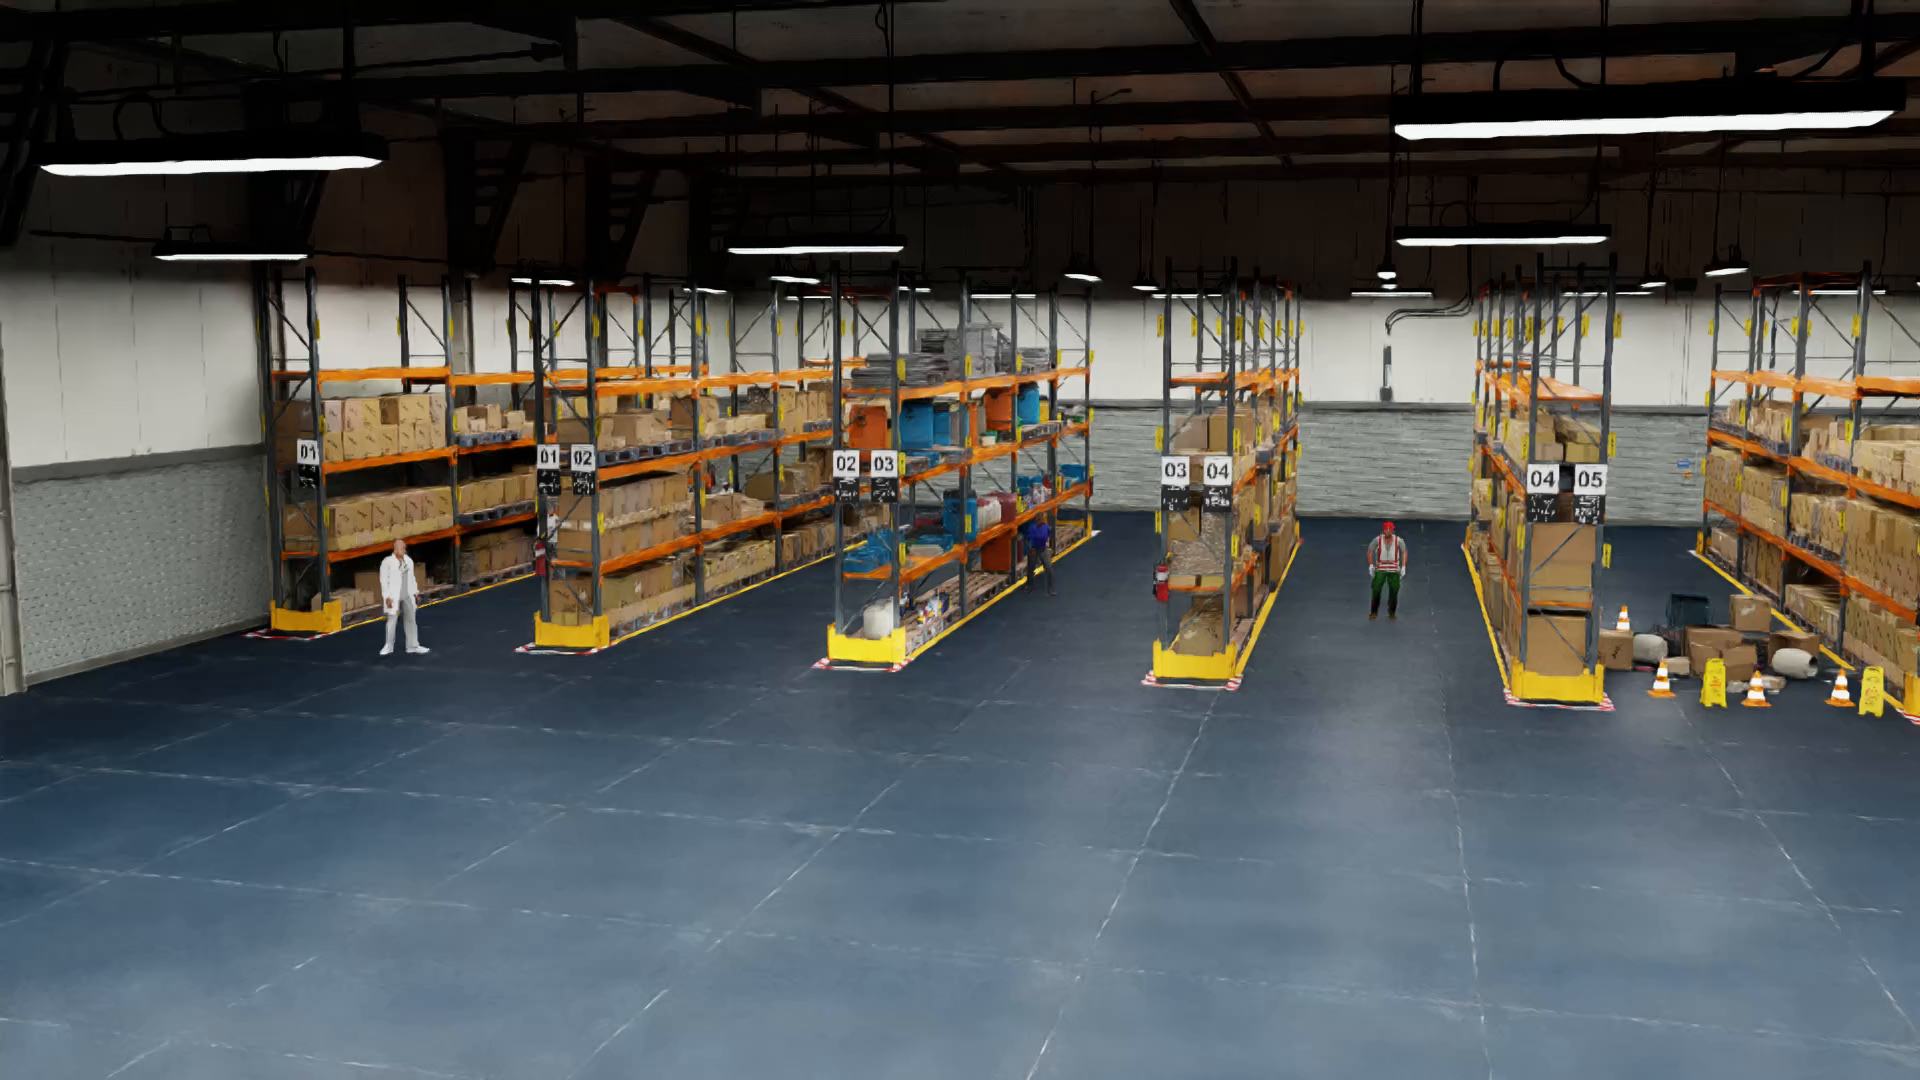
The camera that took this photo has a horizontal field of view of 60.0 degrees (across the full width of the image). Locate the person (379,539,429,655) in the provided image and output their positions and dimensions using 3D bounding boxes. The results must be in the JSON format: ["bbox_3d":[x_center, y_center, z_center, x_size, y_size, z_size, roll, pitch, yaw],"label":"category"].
[{"bbox_3d":[-8.628,0.929,25.593,0.527,1.669,0.675,7,10,42],"label":"person"}]

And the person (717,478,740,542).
[{"bbox_3d":[-5.325,-0.639,38.145,0.445,1.590,1.076,2,7,12],"label":"person"}]

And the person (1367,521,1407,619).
[{"bbox_3d":[7.348,0.520,28.642,0.677,1.742,0.551,2,7,14],"label":"person"}]

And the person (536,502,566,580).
[{"bbox_3d":[-8.031,0.028,32.905,0.639,1.610,0.807,0,7,-2],"label":"person"}]

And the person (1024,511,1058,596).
[{"bbox_3d":[1.512,0.231,31.375,0.621,1.588,0.828,0,7,-2],"label":"person"}]
